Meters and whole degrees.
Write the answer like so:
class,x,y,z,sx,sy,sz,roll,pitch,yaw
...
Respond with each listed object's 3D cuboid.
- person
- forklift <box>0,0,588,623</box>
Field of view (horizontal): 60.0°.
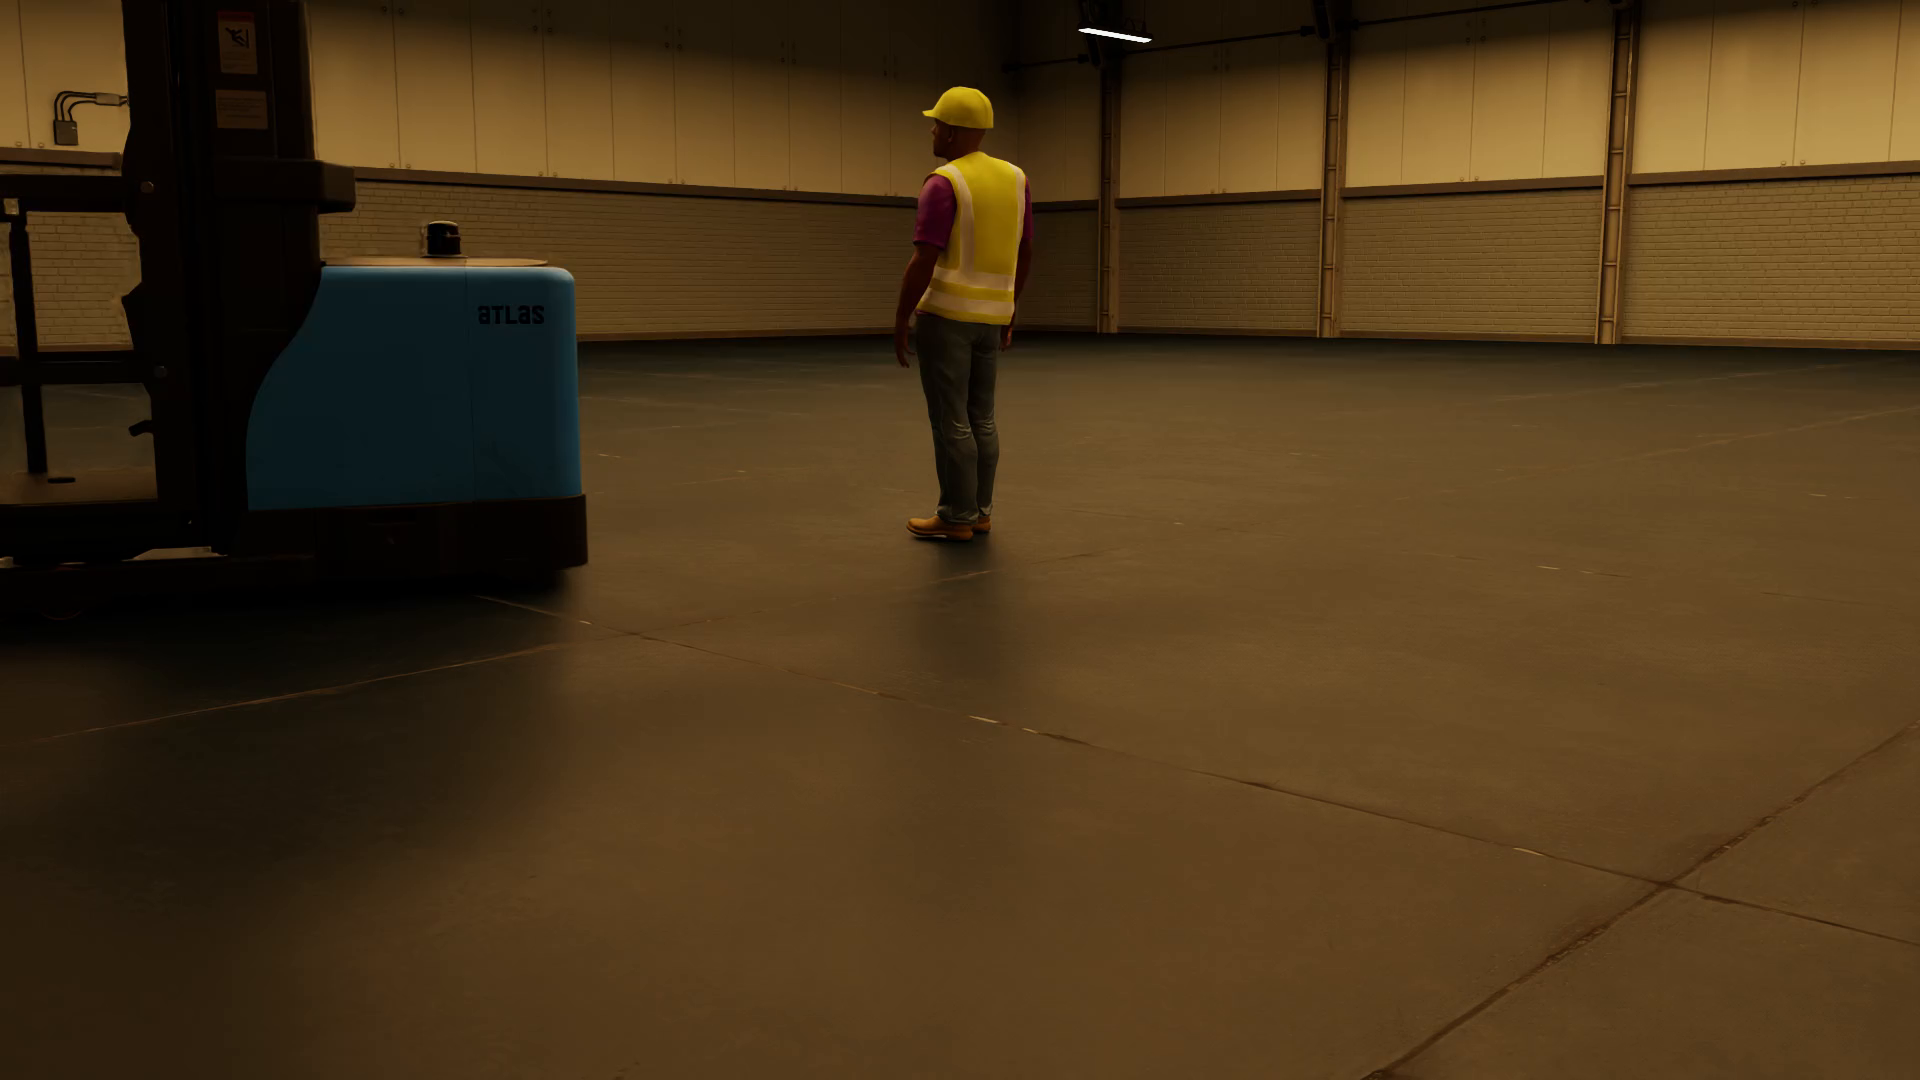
class,x,y,z,sx,sy,sz,roll,pitch,yaw
person,-0.046,-0.888,6.636,0.577,1.765,0.666,8,12,43
forklift,-2.849,-1.281,5.380,3.031,2.935,1.130,-3,9,-21
